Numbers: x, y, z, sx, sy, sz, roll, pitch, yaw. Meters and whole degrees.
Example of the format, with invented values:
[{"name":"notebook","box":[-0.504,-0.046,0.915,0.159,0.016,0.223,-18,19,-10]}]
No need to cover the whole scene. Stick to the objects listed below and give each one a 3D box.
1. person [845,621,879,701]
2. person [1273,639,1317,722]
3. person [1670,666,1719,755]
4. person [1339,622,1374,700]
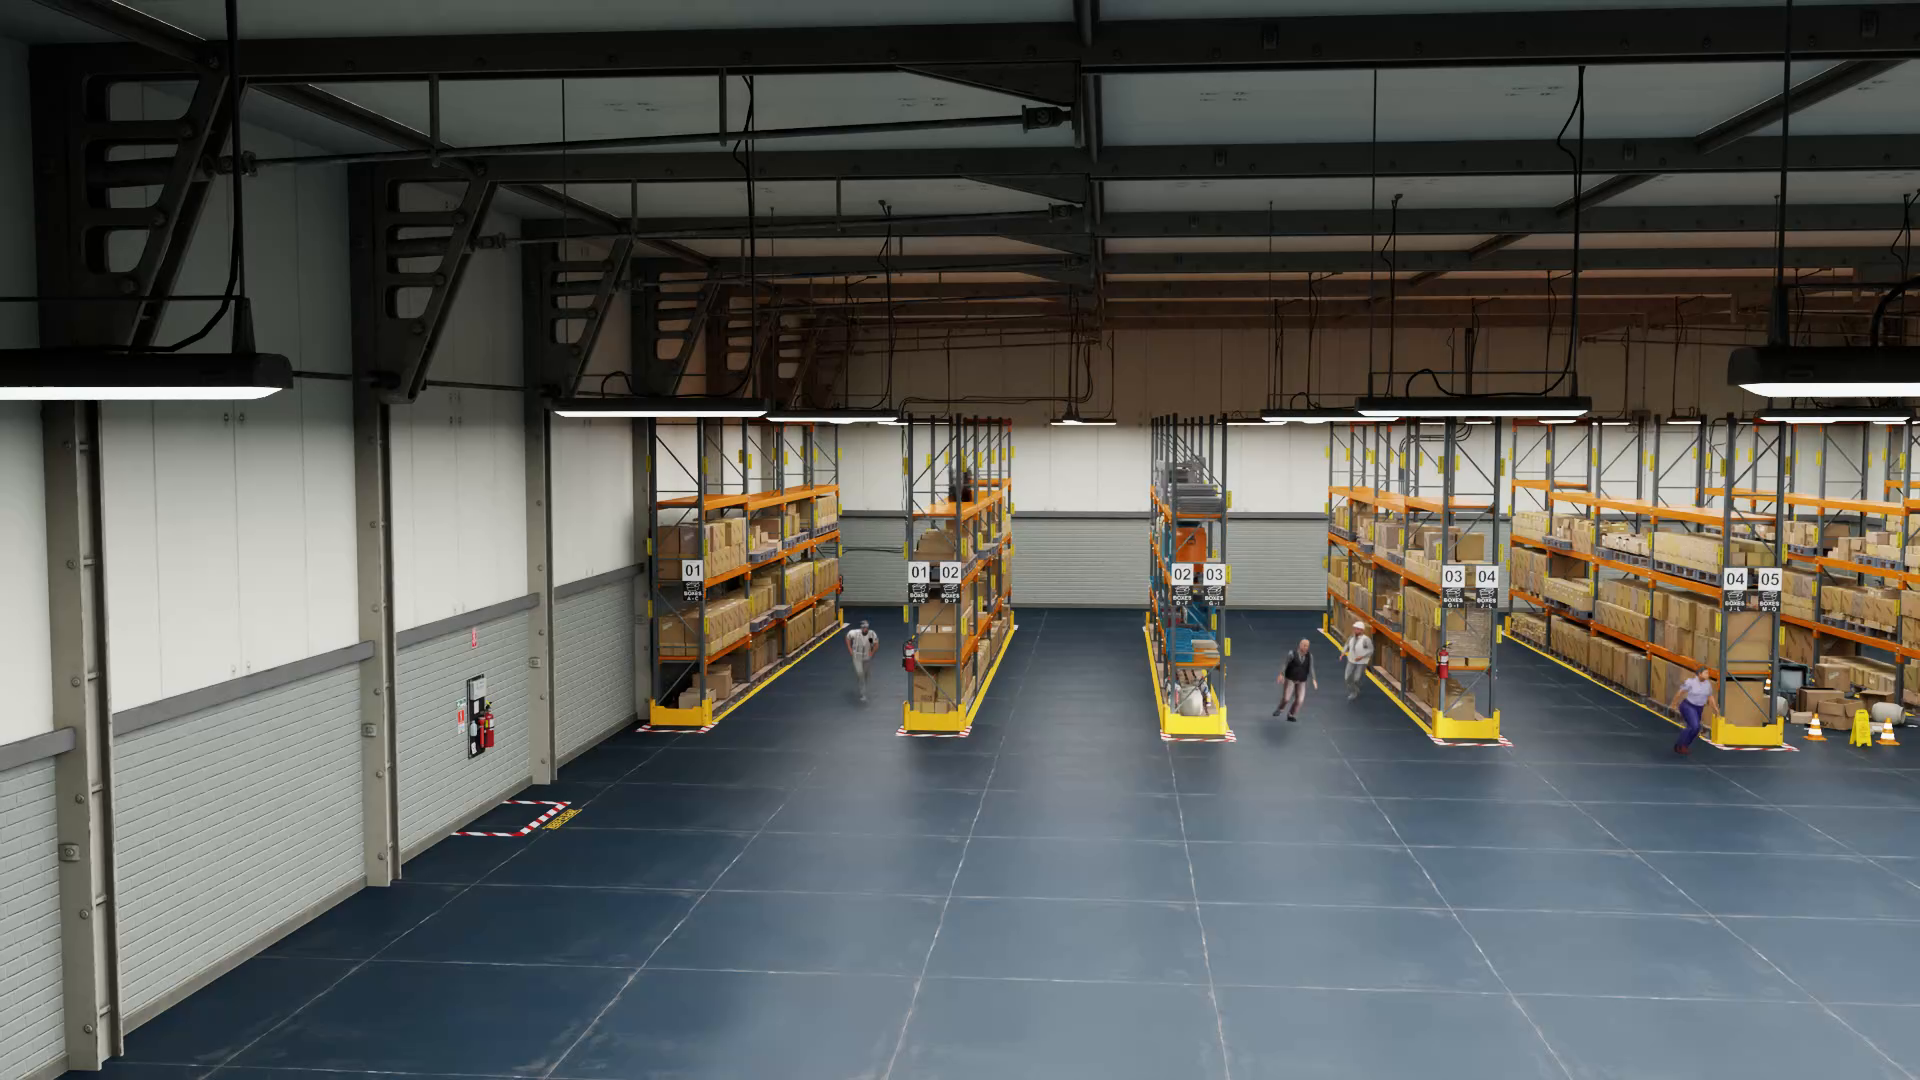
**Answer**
[{"name":"person","box":[-2.088,2.531,35.365,0.705,1.732,1.020,-1,4,-8]},{"name":"person","box":[6.504,2.717,32.298,0.774,1.644,0.616,-1,4,-8]},{"name":"person","box":[12.828,2.970,29.003,0.552,1.591,0.762,-2,4,-24]},{"name":"person","box":[8.388,2.546,35.042,0.719,1.683,0.529,3,5,35]}]
